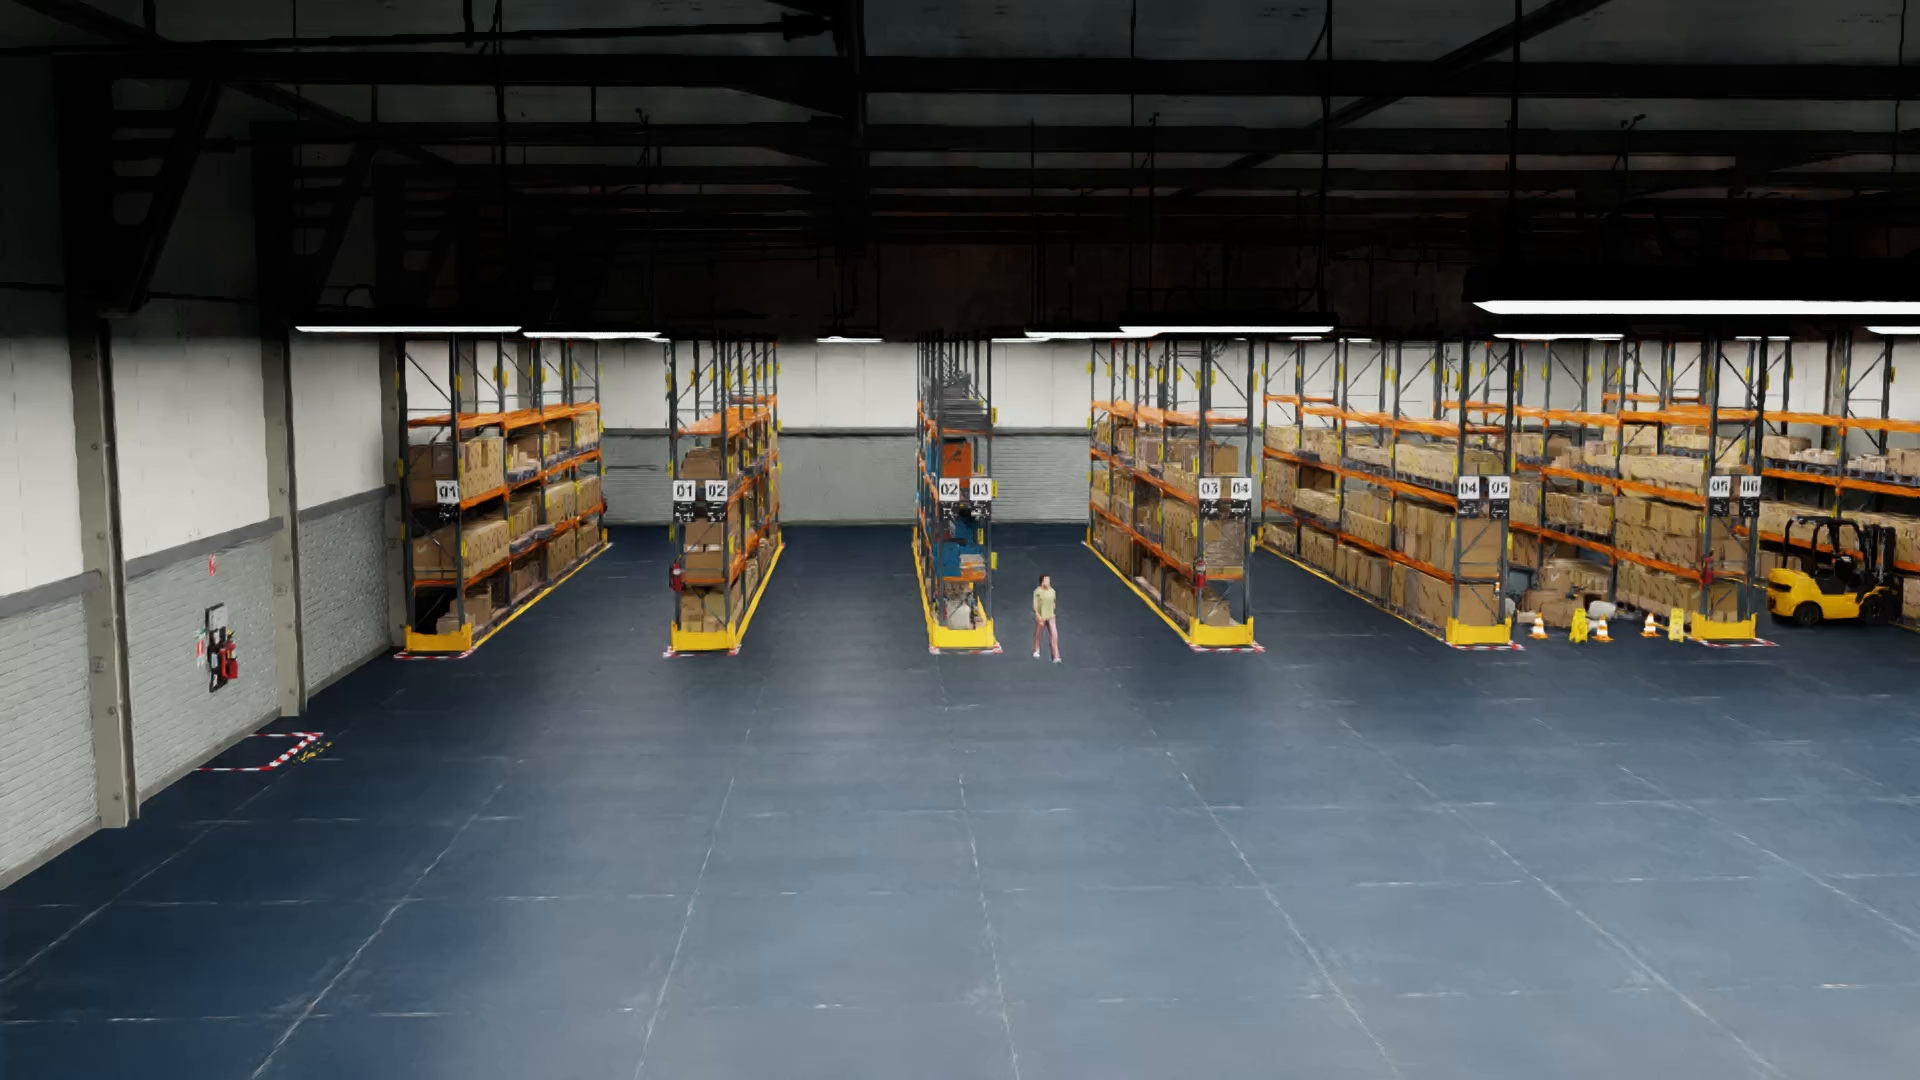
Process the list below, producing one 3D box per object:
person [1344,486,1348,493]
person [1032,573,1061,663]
[{"bbox_3d":[10.984,-0.703,47.489,0.567,1.650,0.610,2,7,19],"label":"person"},{"bbox_3d":[1.524,1.385,29.977,0.446,1.604,1.018,-1,7,-11],"label":"person"}]
